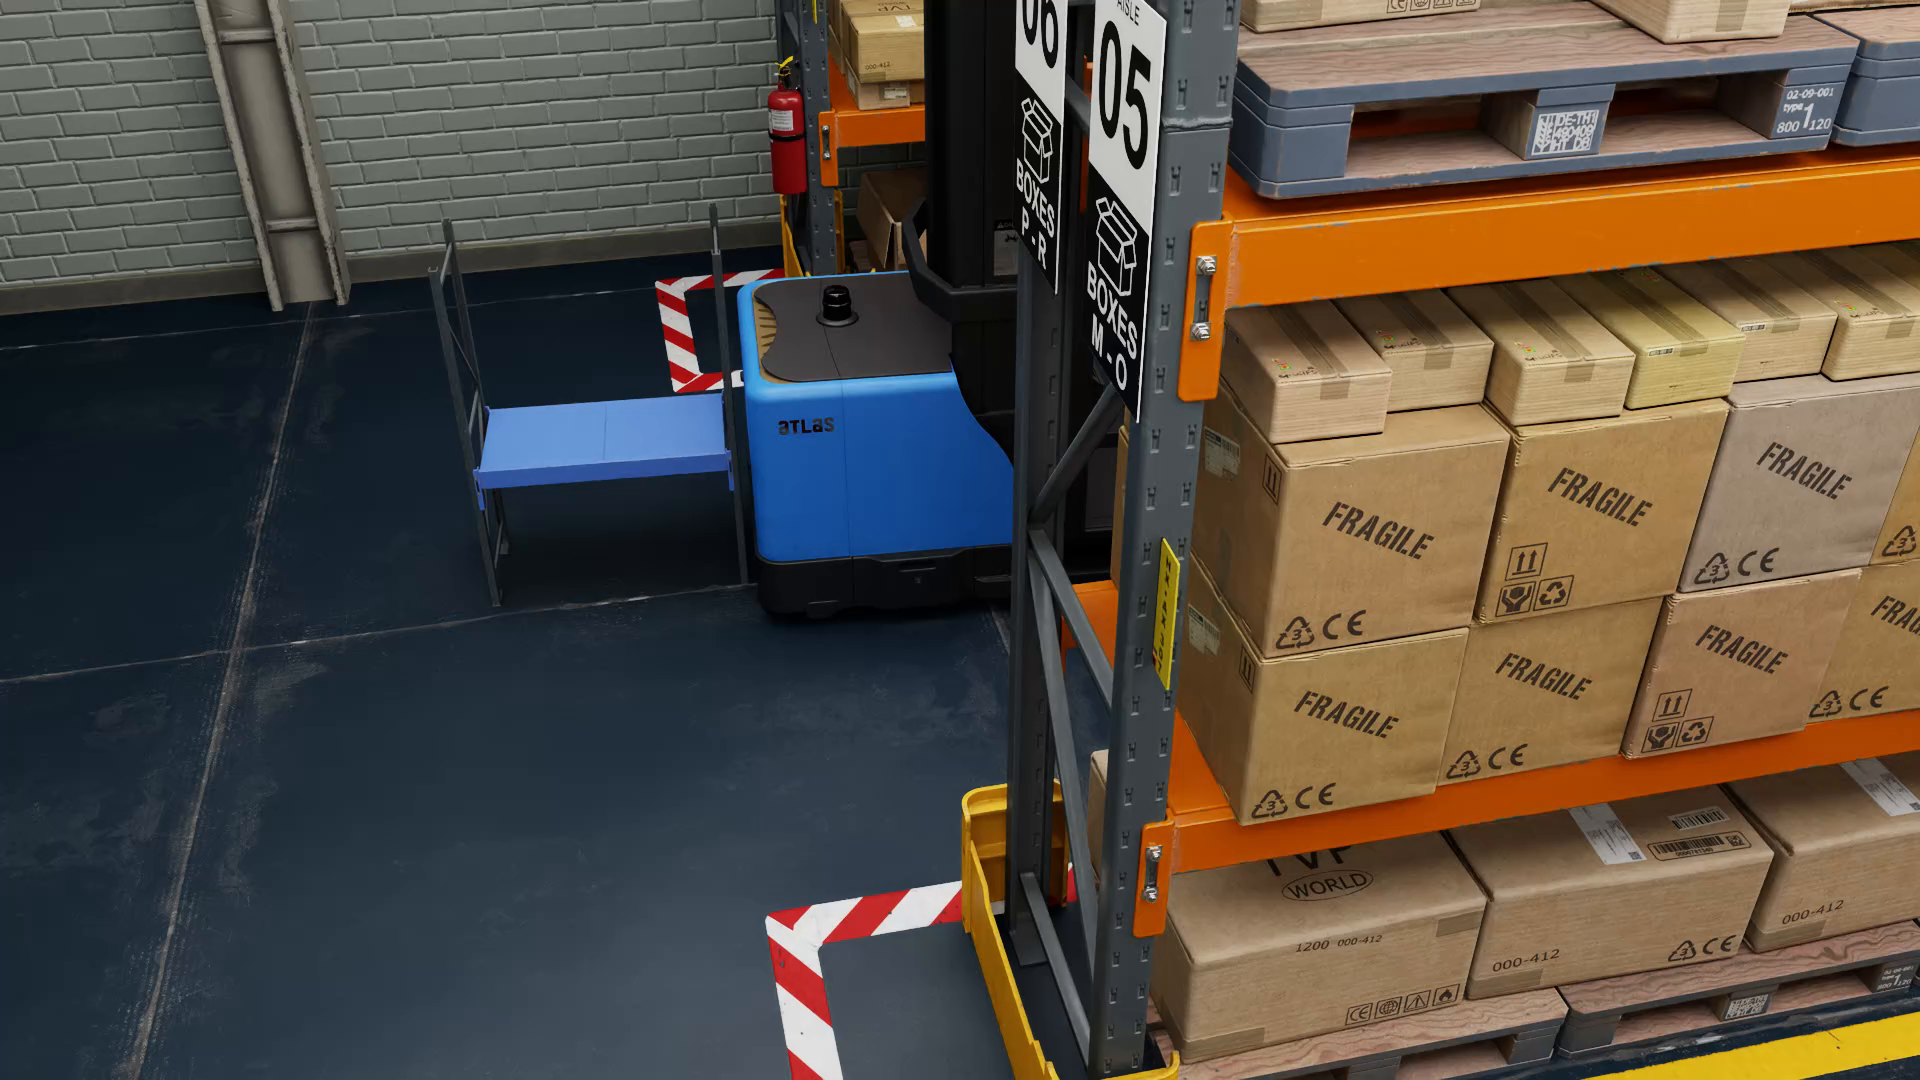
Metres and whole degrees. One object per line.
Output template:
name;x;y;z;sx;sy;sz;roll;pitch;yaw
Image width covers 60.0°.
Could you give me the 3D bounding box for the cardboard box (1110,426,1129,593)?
cardboard box;0.725;0.003;4.464;0.500;0.500;0.500;-7;34;-10

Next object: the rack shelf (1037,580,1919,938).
rack shelf;2.264;0.301;4.756;4.000;0.370;1.077;-7;35;-11

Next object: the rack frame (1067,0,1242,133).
rack frame;0.313;-2.243;2.517;0.127;3.000;1.000;-7;35;-11

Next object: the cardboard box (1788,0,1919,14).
cardboard box;1.784;-1.333;3.467;0.500;0.311;0.500;-7;34;-10

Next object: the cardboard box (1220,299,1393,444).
cardboard box;0.720;-0.371;3.542;0.250;0.149;0.380;-6;34;-10

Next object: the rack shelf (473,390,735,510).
rack shelf;-1.439;-0.376;6.787;1.000;0.185;0.538;-5;34;-7

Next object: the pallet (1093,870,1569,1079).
pallet;1.076;1.265;5.176;1.213;0.211;1.003;-7;35;-11

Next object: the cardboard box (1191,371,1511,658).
cardboard box;0.844;-0.113;3.739;0.500;0.500;0.500;-8;35;-12

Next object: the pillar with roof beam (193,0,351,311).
pillar with roof beam;-2.665;-2.759;3.286;0.400;9.000;9.100;-7;35;-11

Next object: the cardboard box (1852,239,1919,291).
cardboard box;2.242;-0.539;3.792;0.250;0.149;0.380;-8;35;-12

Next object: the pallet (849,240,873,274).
pallet;0.066;-1.399;9.146;1.213;0.211;1.003;-7;35;-11

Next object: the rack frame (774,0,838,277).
rack frame;-0.786;-2.449;8.208;0.127;3.000;1.000;-7;35;-11

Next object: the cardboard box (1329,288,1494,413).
cardboard box;0.960;-0.442;3.648;0.250;0.149;0.380;-6;34;-9

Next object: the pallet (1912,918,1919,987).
pallet;3.455;0.965;5.623;1.213;0.211;1.003;-7;35;-11

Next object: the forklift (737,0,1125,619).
forklift;0.619;-1.269;6.510;3.031;2.935;1.130;-5;34;-7

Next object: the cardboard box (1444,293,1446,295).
cardboard box;1.234;-0.478;4.283;0.500;0.500;0.500;-7;35;-10

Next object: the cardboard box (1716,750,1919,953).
cardboard box;2.705;0.775;5.326;0.875;0.438;0.875;-8;35;-12

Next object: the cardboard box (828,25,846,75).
cardboard box;-0.522;-2.532;8.556;0.250;0.149;0.380;-8;35;-11

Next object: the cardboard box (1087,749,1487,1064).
cardboard box;0.935;1.002;4.987;0.875;0.438;0.875;-8;35;-12

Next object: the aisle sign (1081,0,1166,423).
aisle sign;0.307;-0.665;3.216;0.004;0.787;0.394;-7;35;-11

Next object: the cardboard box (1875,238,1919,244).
cardboard box;2.360;-0.895;4.323;0.250;0.149;0.380;-7;35;-10

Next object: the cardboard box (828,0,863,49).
cardboard box;-0.396;-2.711;8.466;0.500;0.250;0.500;-6;34;-9

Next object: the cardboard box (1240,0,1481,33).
cardboard box;0.732;-1.255;3.405;0.500;0.250;0.500;-10;35;-15

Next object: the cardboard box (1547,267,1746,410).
cardboard box;1.492;-0.454;3.665;0.250;0.149;0.380;-8;35;-12

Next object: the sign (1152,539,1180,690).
sign;0.430;0.158;3.475;0.005;0.325;0.100;-7;35;-11

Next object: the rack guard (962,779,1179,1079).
rack guard;0.289;1.289;4.881;0.348;0.500;1.175;-7;35;-11

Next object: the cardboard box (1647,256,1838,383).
cardboard box;1.736;-0.515;3.756;0.250;0.149;0.380;-7;34;-10

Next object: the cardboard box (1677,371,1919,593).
cardboard box;1.847;-0.248;3.940;0.500;0.500;0.500;-7;35;-11

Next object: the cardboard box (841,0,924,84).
cardboard box;-0.284;-2.420;8.032;0.500;0.250;0.500;-7;34;-10

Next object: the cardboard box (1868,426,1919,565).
cardboard box;2.333;-0.310;4.032;0.500;0.500;0.500;-7;35;-10

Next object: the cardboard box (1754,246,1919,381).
cardboard box;1.989;-0.523;3.768;0.250;0.149;0.380;-7;34;-10

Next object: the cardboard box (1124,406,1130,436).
cardboard box;0.731;-0.397;4.163;0.500;0.500;0.500;-6;34;-9

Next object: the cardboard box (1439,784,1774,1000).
cardboard box;1.825;0.885;5.162;0.875;0.438;0.875;-6;34;-9

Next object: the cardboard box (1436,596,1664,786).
cardboard box;1.332;0.226;4.131;0.500;0.500;0.500;-8;35;-11

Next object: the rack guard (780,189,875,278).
rack guard;-0.712;-1.421;8.919;0.348;0.500;1.175;-7;35;-11

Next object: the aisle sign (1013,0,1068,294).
aisle sign;0.174;-0.991;3.702;0.004;0.787;0.394;-7;35;-11

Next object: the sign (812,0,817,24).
sign;-0.666;-2.514;7.527;0.005;0.325;0.100;-7;35;-11

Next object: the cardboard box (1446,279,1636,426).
cardboard box;1.239;-0.412;3.603;0.250;0.149;0.380;-6;34;-9

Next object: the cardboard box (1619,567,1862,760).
cardboard box;1.832;0.173;4.210;0.500;0.500;0.500;-7;35;-11

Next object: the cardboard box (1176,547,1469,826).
cardboard box;0.844;0.303;4.016;0.500;0.500;0.500;-7;35;-11

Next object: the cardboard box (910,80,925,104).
cardboard box;-0.167;-2.293;8.200;0.250;0.149;0.380;-6;34;-9

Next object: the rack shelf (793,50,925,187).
rack shelf;1.165;-2.397;8.775;4.000;0.370;1.077;-7;35;-11

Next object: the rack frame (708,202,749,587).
rack frame;-0.936;-0.567;6.749;0.032;1.500;0.500;-5;34;-7

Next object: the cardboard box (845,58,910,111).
cardboard box;-0.405;-2.236;8.116;0.250;0.149;0.380;-7;35;-11

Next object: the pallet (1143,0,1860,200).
pallet;1.034;-1.058;3.522;1.213;0.211;1.003;-7;35;-11

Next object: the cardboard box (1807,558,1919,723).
cardboard box;2.317;0.103;4.315;0.500;0.500;0.500;-6;34;-9

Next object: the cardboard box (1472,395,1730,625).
cardboard box;1.346;-0.180;3.840;0.500;0.500;0.500;-8;35;-12

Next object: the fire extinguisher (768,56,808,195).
fire extinguisher;-0.827;-1.993;7.932;0.183;0.674;0.296;-7;35;-11

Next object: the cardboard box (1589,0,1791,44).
cardboard box;1.425;-1.118;3.291;0.250;0.149;0.380;-6;34;-9

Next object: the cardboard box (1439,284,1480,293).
cardboard box;1.094;-0.753;4.111;0.250;0.149;0.380;-8;35;-11

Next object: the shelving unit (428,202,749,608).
shelving unit;-1.439;-0.525;6.686;1.048;1.500;0.538;-5;34;-7

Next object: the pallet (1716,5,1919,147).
pallet;2.227;-1.210;3.748;1.213;0.211;1.003;-7;35;-11

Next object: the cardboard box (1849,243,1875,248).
cardboard box;2.111;-0.840;4.240;0.250;0.149;0.380;-6;34;-9

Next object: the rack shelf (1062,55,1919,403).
rack shelf;2.264;-0.945;3.920;4.000;0.370;1.077;-7;35;-11

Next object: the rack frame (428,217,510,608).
rack frame;-1.942;-0.483;6.624;0.032;1.500;0.500;-5;34;-7

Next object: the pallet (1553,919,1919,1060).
pallet;2.263;1.117;5.396;1.213;0.211;1.003;-7;35;-11

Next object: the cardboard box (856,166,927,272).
cardboard box;-0.168;-1.611;8.822;0.637;0.503;0.797;-9;35;-12

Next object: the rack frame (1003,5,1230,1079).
rack frame;0.313;0.248;4.189;0.127;3.000;1.000;-7;35;-11

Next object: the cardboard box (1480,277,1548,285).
cardboard box;1.349;-0.761;4.124;0.250;0.149;0.380;-6;34;-9
